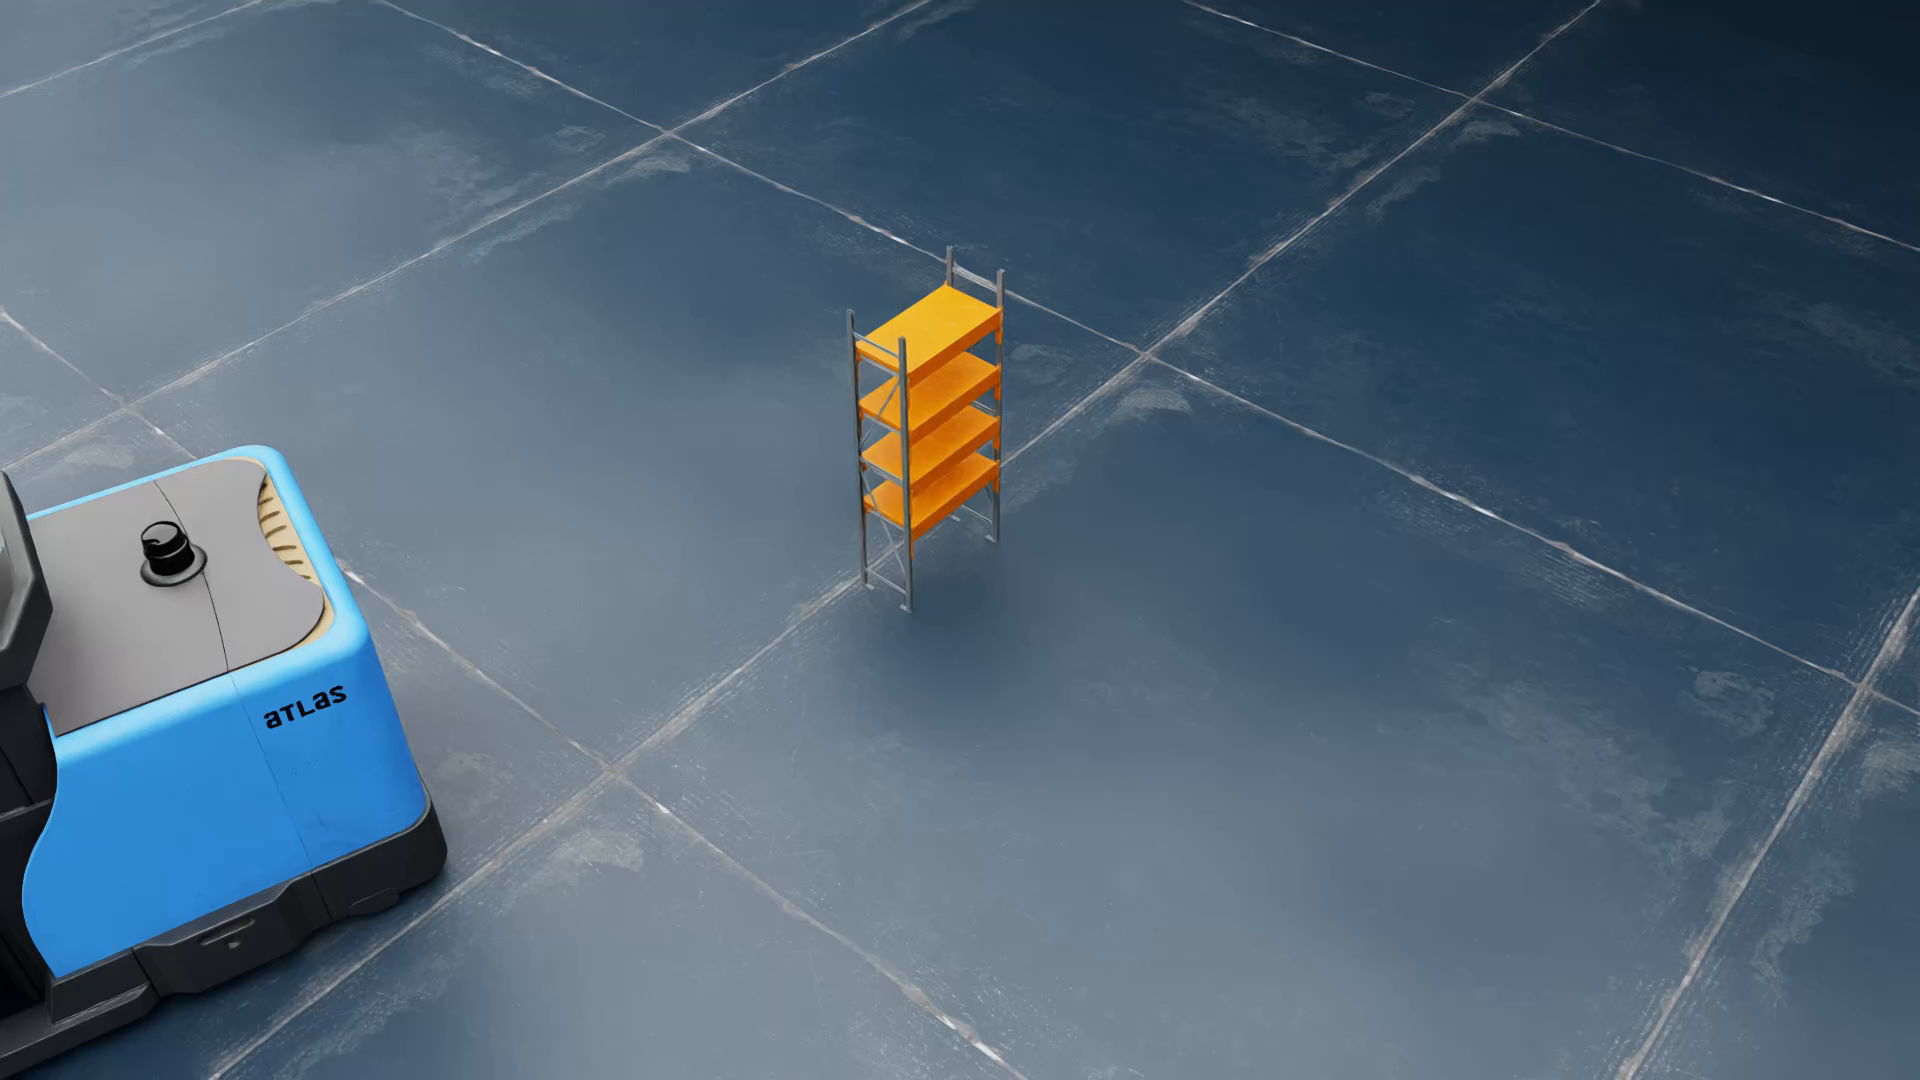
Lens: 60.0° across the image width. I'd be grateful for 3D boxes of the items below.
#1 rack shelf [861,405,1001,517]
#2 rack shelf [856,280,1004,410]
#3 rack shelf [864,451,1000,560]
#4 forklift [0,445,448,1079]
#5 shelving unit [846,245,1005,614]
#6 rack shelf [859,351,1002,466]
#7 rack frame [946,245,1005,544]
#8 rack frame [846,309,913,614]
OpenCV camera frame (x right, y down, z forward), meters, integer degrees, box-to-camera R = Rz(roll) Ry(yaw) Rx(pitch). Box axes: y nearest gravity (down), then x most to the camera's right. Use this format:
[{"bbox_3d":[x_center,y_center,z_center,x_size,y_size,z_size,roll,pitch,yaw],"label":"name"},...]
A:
[{"bbox_3d":[-0.107,-0.309,5.798,0.258,0.148,0.480,29,50,28],"label":"rack shelf"},{"bbox_3d":[-0.107,-0.649,5.488,0.258,0.148,0.480,29,50,28],"label":"rack shelf"},{"bbox_3d":[-0.107,-0.162,5.931,0.258,0.148,0.480,29,50,28],"label":"rack shelf"},{"bbox_3d":[-3.091,0.197,3.855,3.031,2.935,1.130,-23,47,-23],"label":"forklift"},{"bbox_3d":[-0.107,-0.359,5.753,0.258,1.200,0.503,29,50,28],"label":"shelving unit"},{"bbox_3d":[-0.107,-0.474,5.647,0.258,0.148,0.480,29,50,28],"label":"rack shelf"},{"bbox_3d":[0.050,-0.484,5.891,0.240,1.200,0.015,29,50,28],"label":"rack frame"},{"bbox_3d":[-0.264,-0.233,5.614,0.240,1.200,0.015,29,50,28],"label":"rack frame"}]
